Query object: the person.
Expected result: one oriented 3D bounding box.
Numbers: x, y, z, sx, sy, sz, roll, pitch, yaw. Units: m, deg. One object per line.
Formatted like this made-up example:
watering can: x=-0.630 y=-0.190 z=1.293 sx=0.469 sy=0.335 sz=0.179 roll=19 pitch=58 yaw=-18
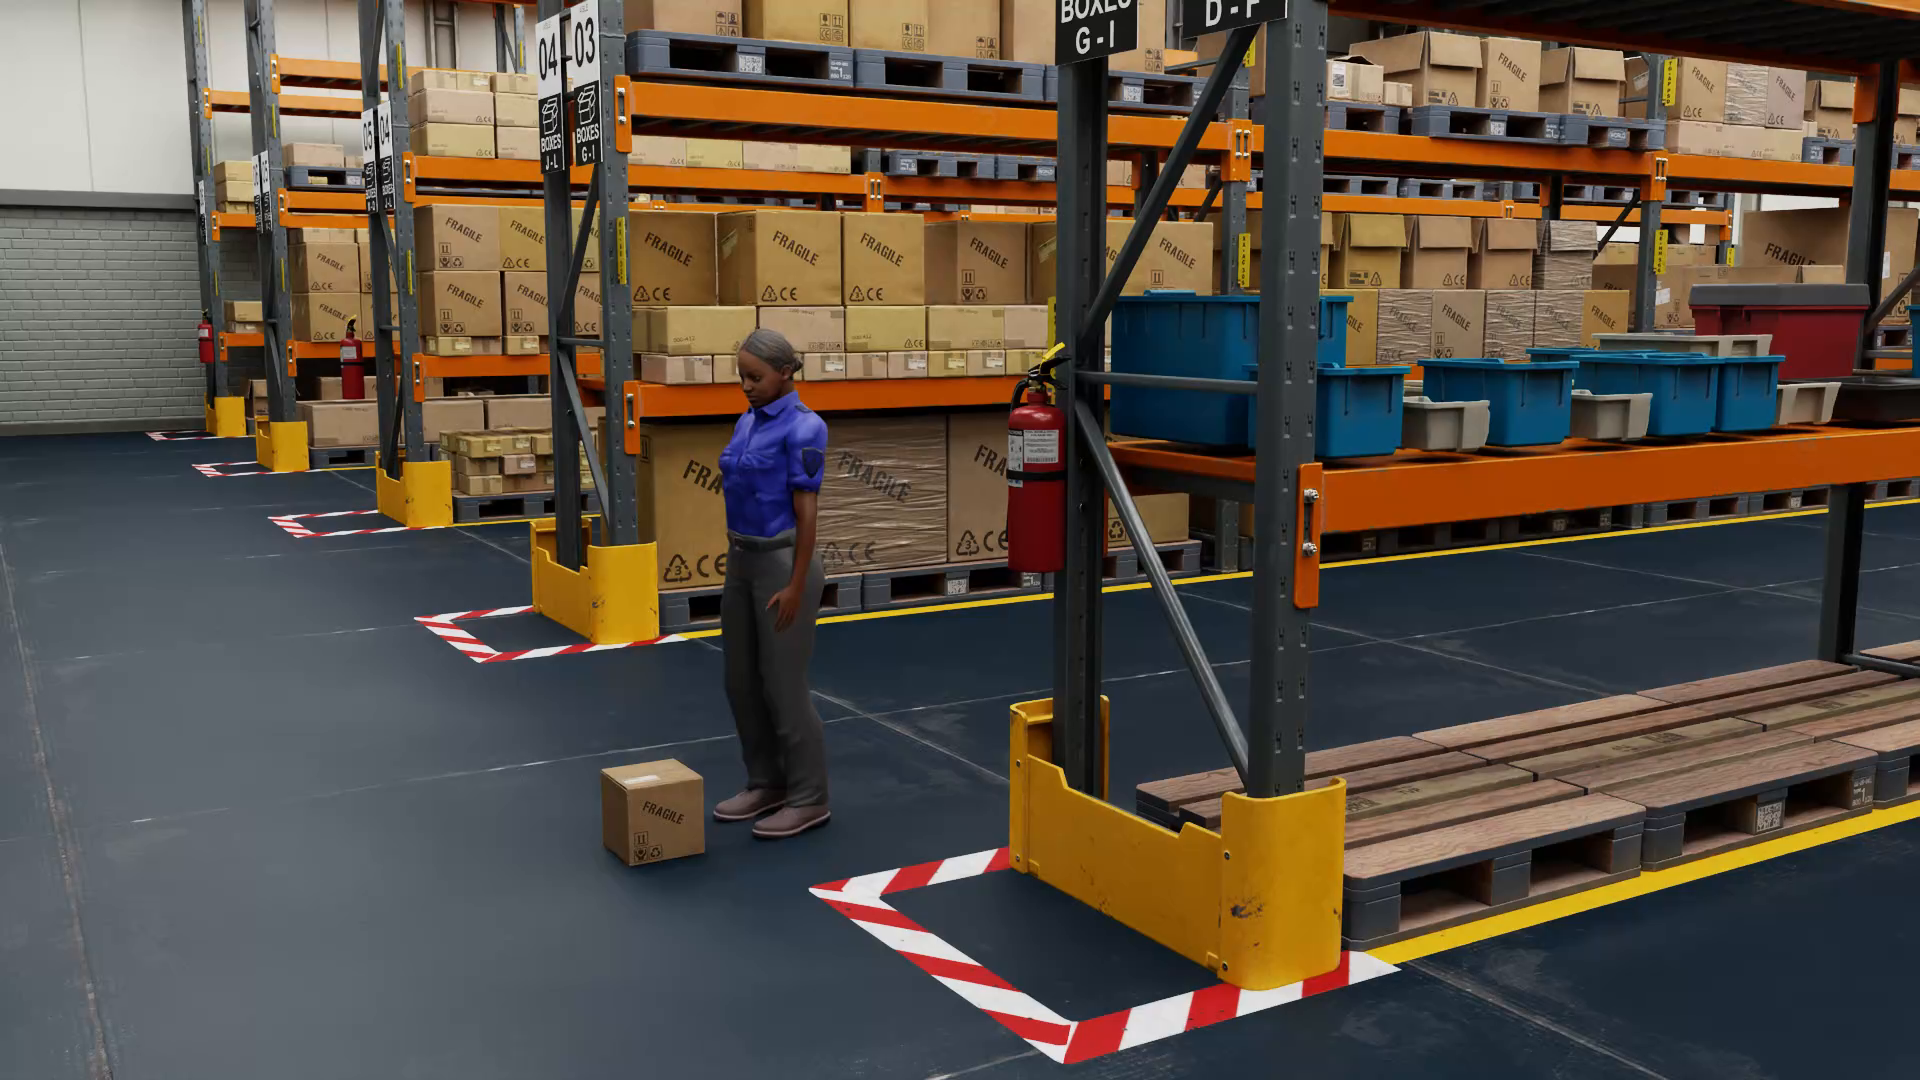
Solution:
person: x=-0.615 y=0.136 z=5.461 sx=0.304 sy=1.651 sz=0.440 roll=-7 pitch=11 yaw=-39
